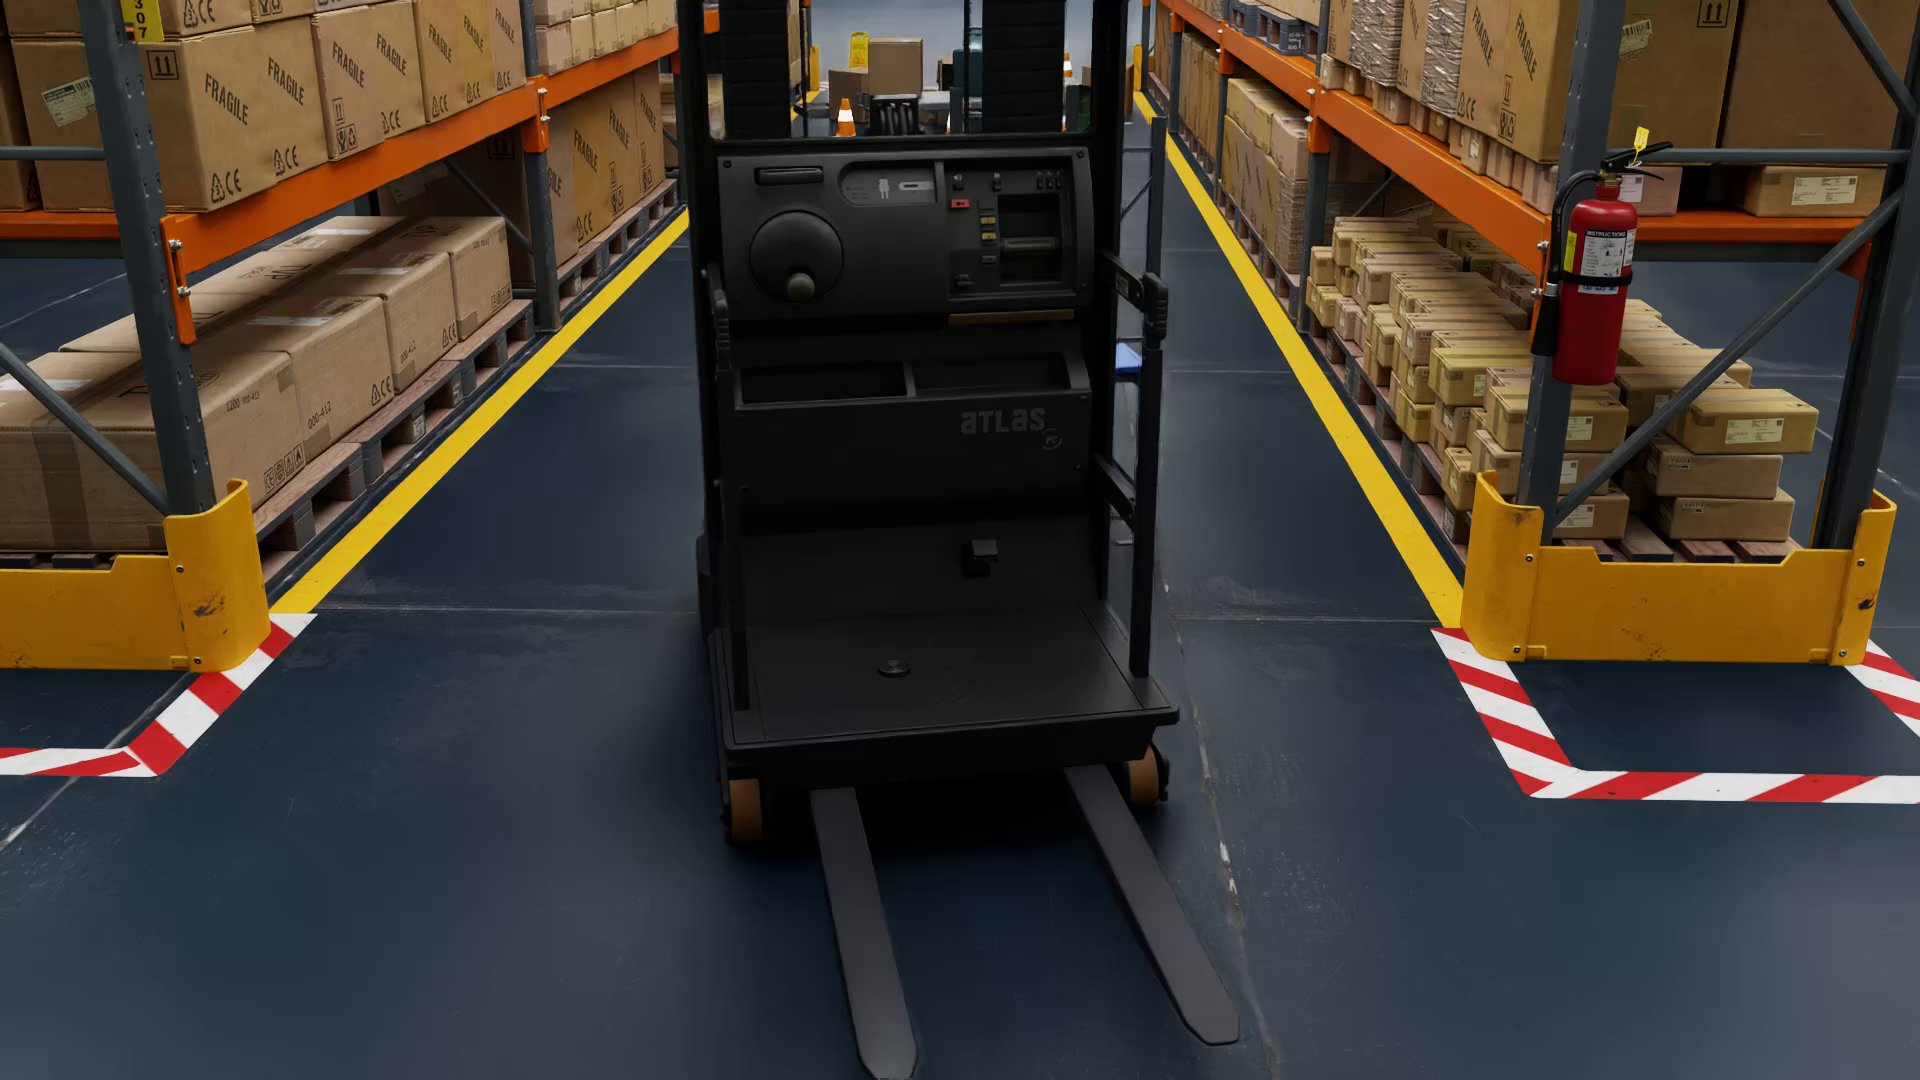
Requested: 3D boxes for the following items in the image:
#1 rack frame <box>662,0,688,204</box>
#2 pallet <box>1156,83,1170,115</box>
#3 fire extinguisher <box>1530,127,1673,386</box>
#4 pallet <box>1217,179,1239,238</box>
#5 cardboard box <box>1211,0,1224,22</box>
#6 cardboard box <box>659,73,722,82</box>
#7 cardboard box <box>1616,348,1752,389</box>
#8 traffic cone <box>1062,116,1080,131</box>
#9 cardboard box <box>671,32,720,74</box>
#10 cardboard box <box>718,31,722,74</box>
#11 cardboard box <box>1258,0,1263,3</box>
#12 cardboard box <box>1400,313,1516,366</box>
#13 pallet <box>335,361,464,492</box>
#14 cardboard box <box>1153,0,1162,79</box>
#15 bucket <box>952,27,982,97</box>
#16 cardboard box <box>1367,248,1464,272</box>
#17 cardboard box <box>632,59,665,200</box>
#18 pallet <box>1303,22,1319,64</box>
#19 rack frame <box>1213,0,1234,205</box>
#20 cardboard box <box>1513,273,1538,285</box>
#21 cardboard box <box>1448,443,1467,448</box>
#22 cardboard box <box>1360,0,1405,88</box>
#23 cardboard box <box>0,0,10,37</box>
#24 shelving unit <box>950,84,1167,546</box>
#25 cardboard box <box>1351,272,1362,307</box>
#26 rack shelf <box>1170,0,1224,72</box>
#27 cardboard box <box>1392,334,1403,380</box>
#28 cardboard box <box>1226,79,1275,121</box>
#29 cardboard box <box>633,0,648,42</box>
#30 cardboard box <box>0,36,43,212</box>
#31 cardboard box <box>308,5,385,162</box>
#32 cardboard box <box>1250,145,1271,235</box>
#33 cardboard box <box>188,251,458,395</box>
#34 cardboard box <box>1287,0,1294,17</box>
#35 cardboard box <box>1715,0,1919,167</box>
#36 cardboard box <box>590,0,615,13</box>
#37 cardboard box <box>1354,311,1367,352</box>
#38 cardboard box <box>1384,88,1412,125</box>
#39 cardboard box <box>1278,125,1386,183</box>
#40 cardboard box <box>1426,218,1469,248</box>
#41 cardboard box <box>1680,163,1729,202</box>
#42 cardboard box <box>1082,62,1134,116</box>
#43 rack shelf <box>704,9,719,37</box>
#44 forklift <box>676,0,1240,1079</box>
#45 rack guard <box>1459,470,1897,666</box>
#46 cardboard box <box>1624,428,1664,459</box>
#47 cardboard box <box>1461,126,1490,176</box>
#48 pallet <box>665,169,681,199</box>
[{"bbox_3d":[-2.524,-3.967,12.107,1.000,3.000,0.127,1,21,2],"label":"rack frame"},{"bbox_3d":[2.684,-4.812,18.139,1.003,0.211,1.213,1,21,2],"label":"pallet"},{"bbox_3d":[1.715,-0.761,4.466,0.296,0.674,0.183,1,21,2],"label":"fire extinguisher"},{"bbox_3d":[2.402,-2.367,11.837,1.003,0.211,1.213,1,21,2],"label":"pallet"},{"bbox_3d":[2.172,-4.162,12.470,0.500,0.500,0.500,1,21,2],"label":"cardboard box"},{"bbox_3d":[-2.416,-4.195,15.745,0.950,0.372,0.625,1,21,2],"label":"cardboard box"},{"bbox_3d":[2.563,-0.577,5.909,0.380,0.149,0.250,1,21,1],"label":"cardboard box"},{"bbox_3d":[0.999,-3.745,15.041,0.336,0.463,0.334,1,21,2],"label":"traffic cone"},{"bbox_3d":[-2.652,-4.894,16.679,0.500,0.500,0.500,0,21,1],"label":"cardboard box"},{"bbox_3d":[-2.114,-4.888,16.663,0.500,0.500,0.500,2,21,4],"label":"cardboard box"},{"bbox_3d":[2.196,-3.674,11.118,0.380,0.149,0.250,2,21,4],"label":"cardboard box"},{"bbox_3d":[1.916,-0.771,6.408,0.380,0.149,0.250,1,21,4],"label":"cardboard box"},{"bbox_3d":[-2.781,-0.505,7.038,1.003,0.211,1.213,1,21,2],"label":"pallet"},{"bbox_3d":[2.716,-5.801,19.191,0.875,0.875,0.875,1,21,2],"label":"cardboard box"},{"bbox_3d":[0.248,-4.653,16.298,0.726,0.611,0.620,8,33,20],"label":"bucket"},{"bbox_3d":[2.077,-1.240,7.615,0.380,0.149,0.250,0,21,0],"label":"cardboard box"},{"bbox_3d":[-2.628,-2.924,11.774,0.875,0.875,0.875,0,21,1],"label":"cardboard box"},{"bbox_3d":[2.474,-2.689,9.077,1.003,0.211,1.213,1,21,2],"label":"pallet"},{"bbox_3d":[2.427,-3.950,12.061,1.000,3.000,0.127,1,21,2],"label":"rack frame"},{"bbox_3d":[2.588,-1.043,7.109,0.380,0.149,0.250,0,21,0],"label":"cardboard box"},{"bbox_3d":[1.992,-0.305,6.029,0.380,0.149,0.250,1,21,1],"label":"cardboard box"},{"bbox_3d":[1.979,-2.152,6.878,0.500,0.500,0.500,0,21,0],"label":"cardboard box"},{"bbox_3d":[-2.990,-1.765,4.910,0.500,0.500,0.500,1,21,3],"label":"cardboard box"},{"bbox_3d":[0.320,-0.852,6.150,0.538,1.500,1.048,-5,22,-12],"label":"shelving unit"},{"bbox_3d":[2.085,-1.200,7.925,0.380,0.149,0.250,1,21,1],"label":"cardboard box"},{"bbox_3d":[2.488,-4.337,14.055,1.077,0.370,4.000,1,21,2],"label":"rack shelf"},{"bbox_3d":[1.958,-0.724,6.698,0.380,0.149,0.250,2,21,4],"label":"cardboard box"},{"bbox_3d":[2.164,-3.083,11.666,0.500,0.250,0.500,0,21,-1],"label":"cardboard box"},{"bbox_3d":[-2.311,-3.345,10.711,0.500,0.250,0.500,0,21,1],"label":"cardboard box"},{"bbox_3d":[-3.017,-1.299,5.091,0.500,0.500,0.500,1,21,2],"label":"cardboard box"},{"bbox_3d":[-2.445,-1.659,6.019,0.500,0.500,0.500,1,21,1],"label":"cardboard box"},{"bbox_3d":[2.112,-2.175,10.363,0.500,0.500,0.500,0,21,0],"label":"cardboard box"},{"bbox_3d":[-2.798,-0.973,7.351,0.875,0.438,0.875,0,21,0],"label":"cardboard box"},{"bbox_3d":[2.156,-3.199,9.893,0.380,0.149,0.250,2,21,4],"label":"cardboard box"},{"bbox_3d":[2.473,-1.402,4.945,0.500,0.500,0.500,2,21,4],"label":"cardboard box"},{"bbox_3d":[-2.321,-3.211,9.675,0.500,0.250,0.500,1,21,2],"label":"cardboard box"},{"bbox_3d":[2.052,-0.963,7.724,0.380,0.149,0.250,0,21,1],"label":"cardboard box"},{"bbox_3d":[1.978,-1.811,6.896,0.380,0.149,0.250,2,21,4],"label":"cardboard box"},{"bbox_3d":[2.075,-2.155,9.276,0.500,0.250,0.500,0,21,0],"label":"cardboard box"},{"bbox_3d":[2.555,-1.516,8.327,0.380,0.149,0.250,1,21,3],"label":"cardboard box"},{"bbox_3d":[2.488,-1.146,5.183,0.380,0.149,0.250,1,21,4],"label":"cardboard box"},{"bbox_3d":[1.570,-4.804,17.716,0.500,0.500,0.500,4,22,11],"label":"cardboard box"},{"bbox_3d":[-2.463,-4.355,14.101,1.077,0.370,4.000,1,21,2],"label":"rack shelf"},{"bbox_3d":[-0.087,-0.758,3.931,1.130,2.935,3.031,-4,22,-10],"label":"forklift"},{"bbox_3d":[2.186,0.081,5.129,1.175,0.500,0.348,1,21,2],"label":"rack guard"},{"bbox_3d":[2.521,-0.347,5.727,0.380,0.149,0.250,1,21,1],"label":"cardboard box"},{"bbox_3d":[1.933,-1.334,5.667,0.380,0.149,0.250,1,21,3],"label":"cardboard box"},{"bbox_3d":[-2.499,-2.950,13.340,1.003,0.211,1.213,1,21,2],"label":"pallet"}]
